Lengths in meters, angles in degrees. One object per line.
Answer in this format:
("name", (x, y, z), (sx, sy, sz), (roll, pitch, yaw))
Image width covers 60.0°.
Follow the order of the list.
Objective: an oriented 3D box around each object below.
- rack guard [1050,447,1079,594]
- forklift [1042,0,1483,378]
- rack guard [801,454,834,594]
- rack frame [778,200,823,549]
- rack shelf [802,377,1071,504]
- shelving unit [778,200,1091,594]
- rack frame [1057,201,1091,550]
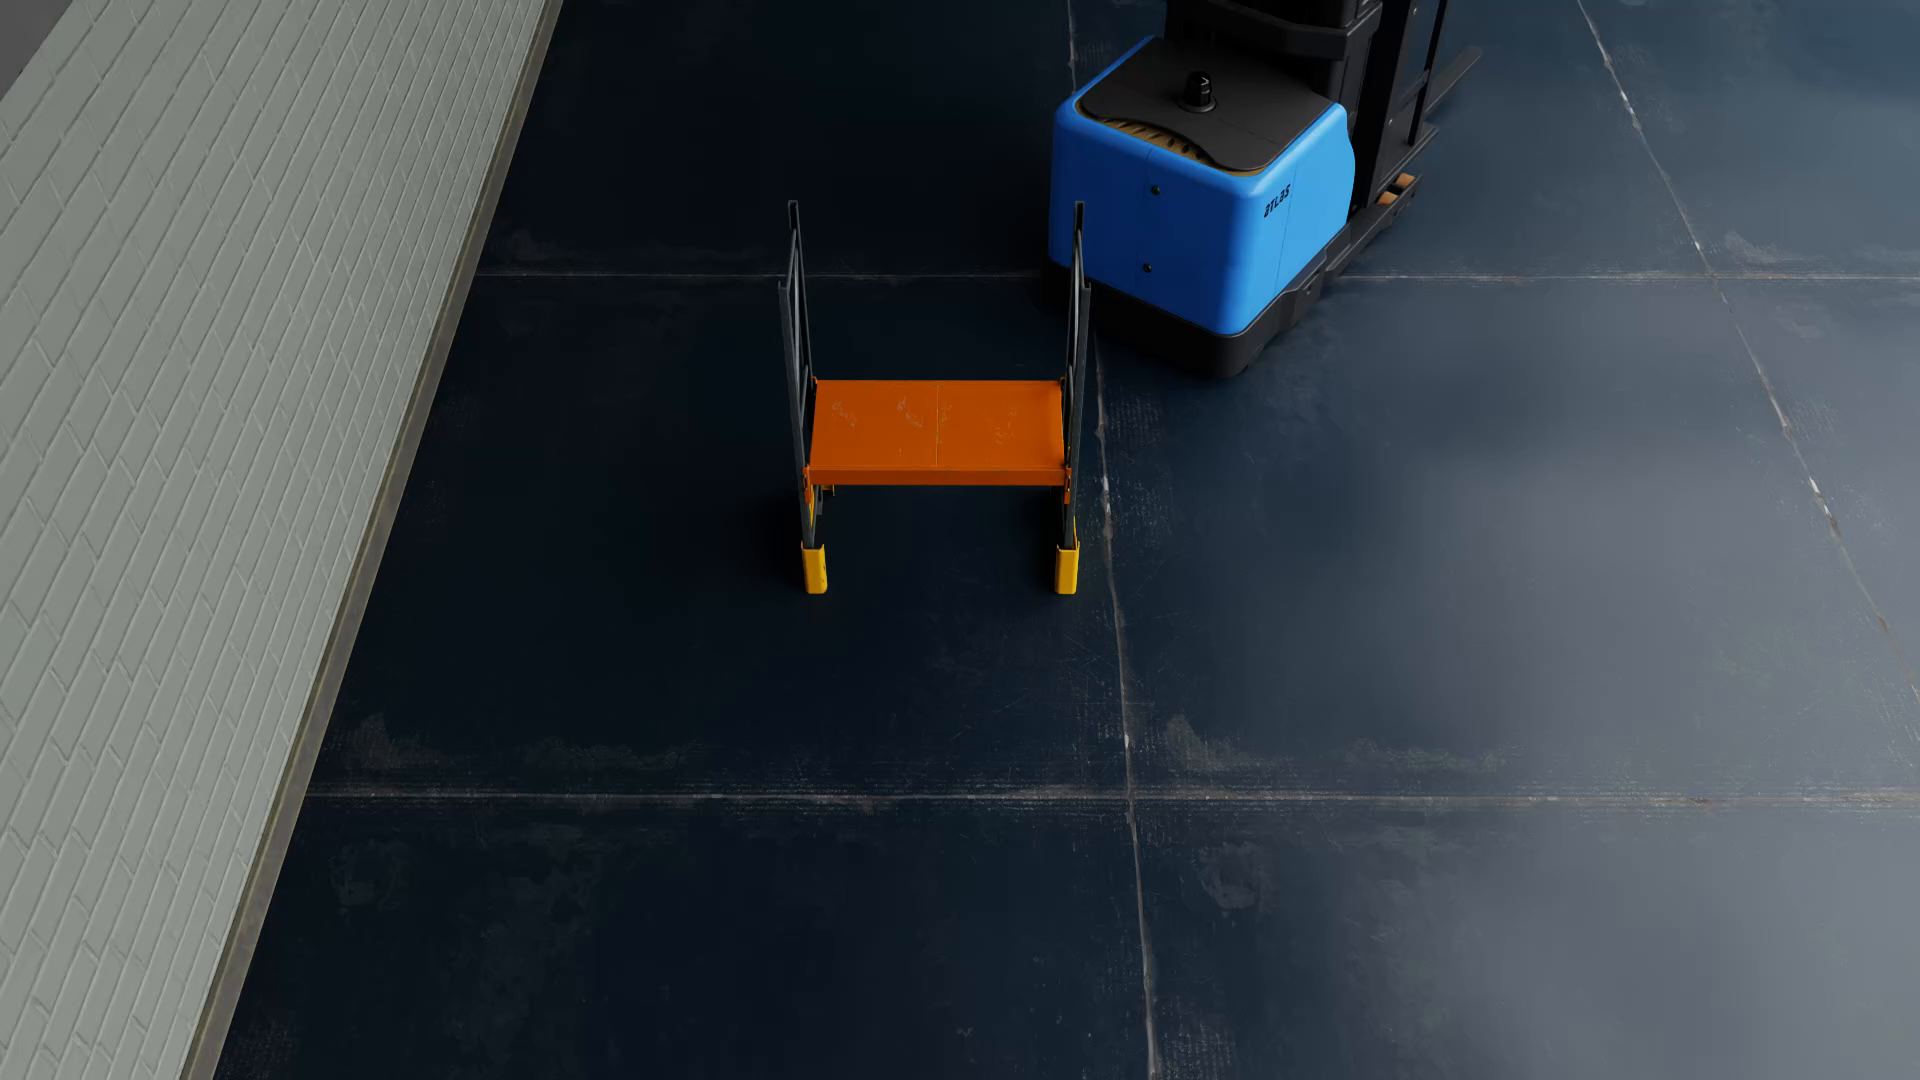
("rack guard", (0.422, -0.084, 6.738), (0.087, 0.250, 0.587), (0, 47, 0))
("forklift", (1.664, -2.757, 7.394), (1.130, 2.935, 3.031), (28, 53, 24))
("rack guard", (-0.574, -0.087, 6.741), (0.087, 0.250, 0.587), (0, 47, 0))
("rack frame", (-0.594, -0.513, 6.283), (0.032, 1.500, 0.500), (0, 47, 0))
("rack shelf", (-0.085, -0.389, 6.414), (1.000, 0.185, 0.538), (0, 47, 0))
("shelving unit", (-0.076, -0.511, 6.282), (1.083, 1.500, 0.587), (0, 47, 0))
("rack frame", (0.423, -0.510, 6.281), (0.032, 1.500, 0.500), (0, 47, 0))
